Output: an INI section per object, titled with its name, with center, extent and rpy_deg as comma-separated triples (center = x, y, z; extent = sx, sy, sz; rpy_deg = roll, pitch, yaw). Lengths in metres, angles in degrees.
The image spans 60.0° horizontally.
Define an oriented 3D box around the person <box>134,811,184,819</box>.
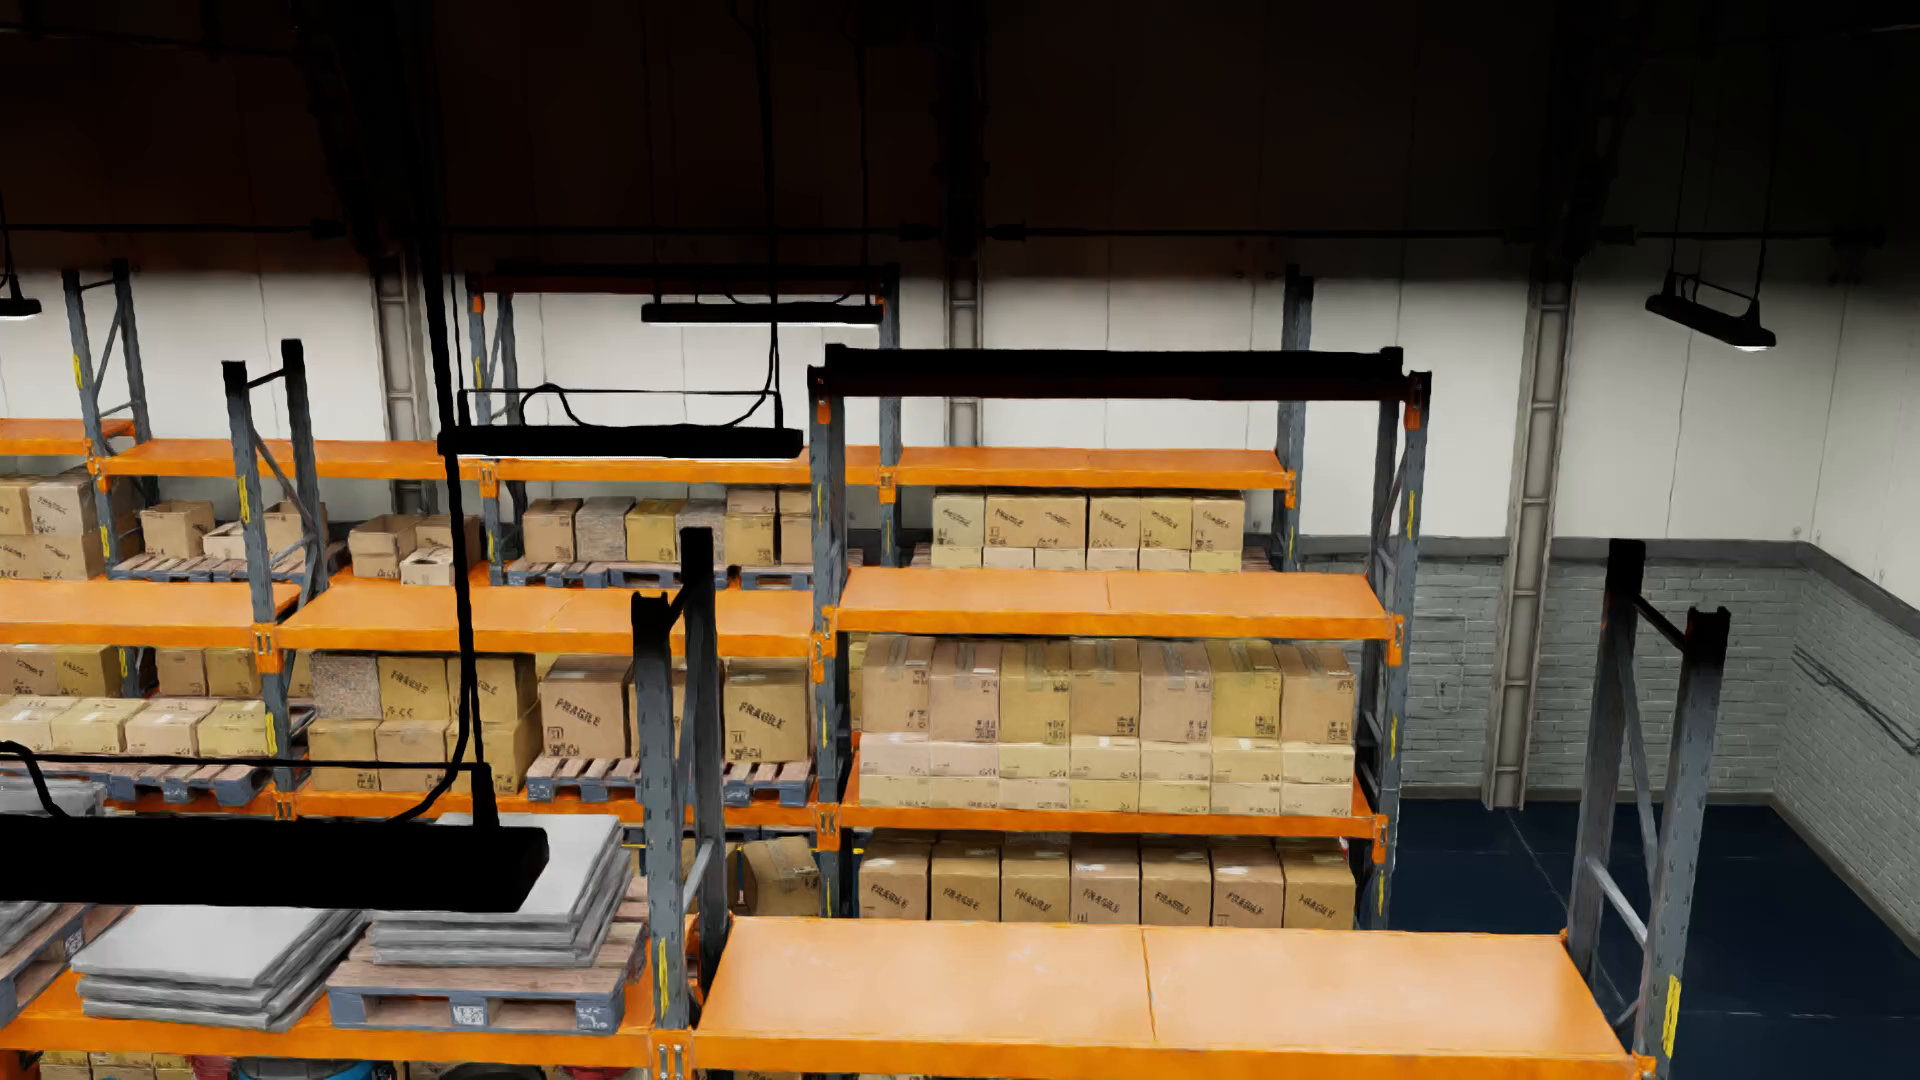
[person]
center = -7.878, 2.682, 16.262
extent = 0.900, 1.713, 0.724
rpy_deg = -4, 17, -13
